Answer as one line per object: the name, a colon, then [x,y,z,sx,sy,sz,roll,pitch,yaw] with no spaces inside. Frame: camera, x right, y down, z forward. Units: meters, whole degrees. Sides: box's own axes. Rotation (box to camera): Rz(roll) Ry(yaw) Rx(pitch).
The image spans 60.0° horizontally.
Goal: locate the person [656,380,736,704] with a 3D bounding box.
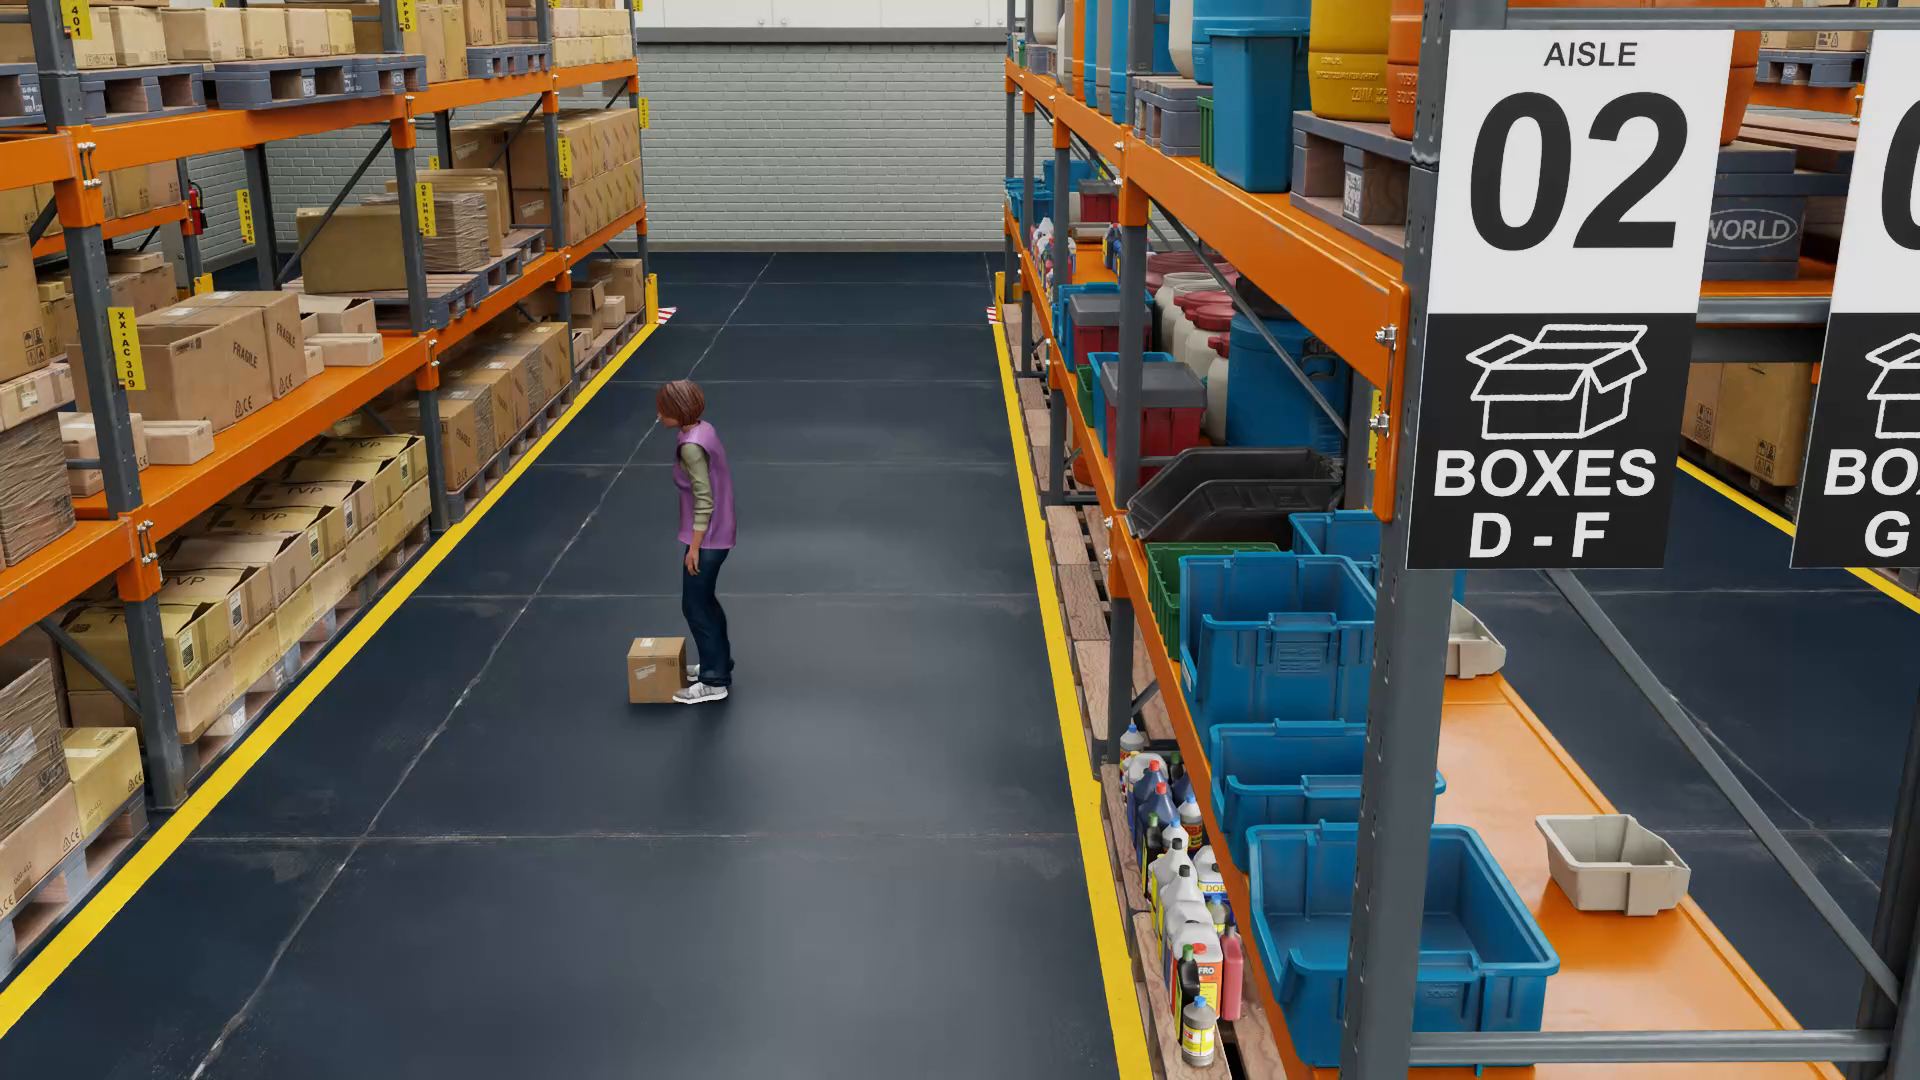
person: [-1.255,0.002,8.061,0.346,1.592,0.484,-1,17,-4]
